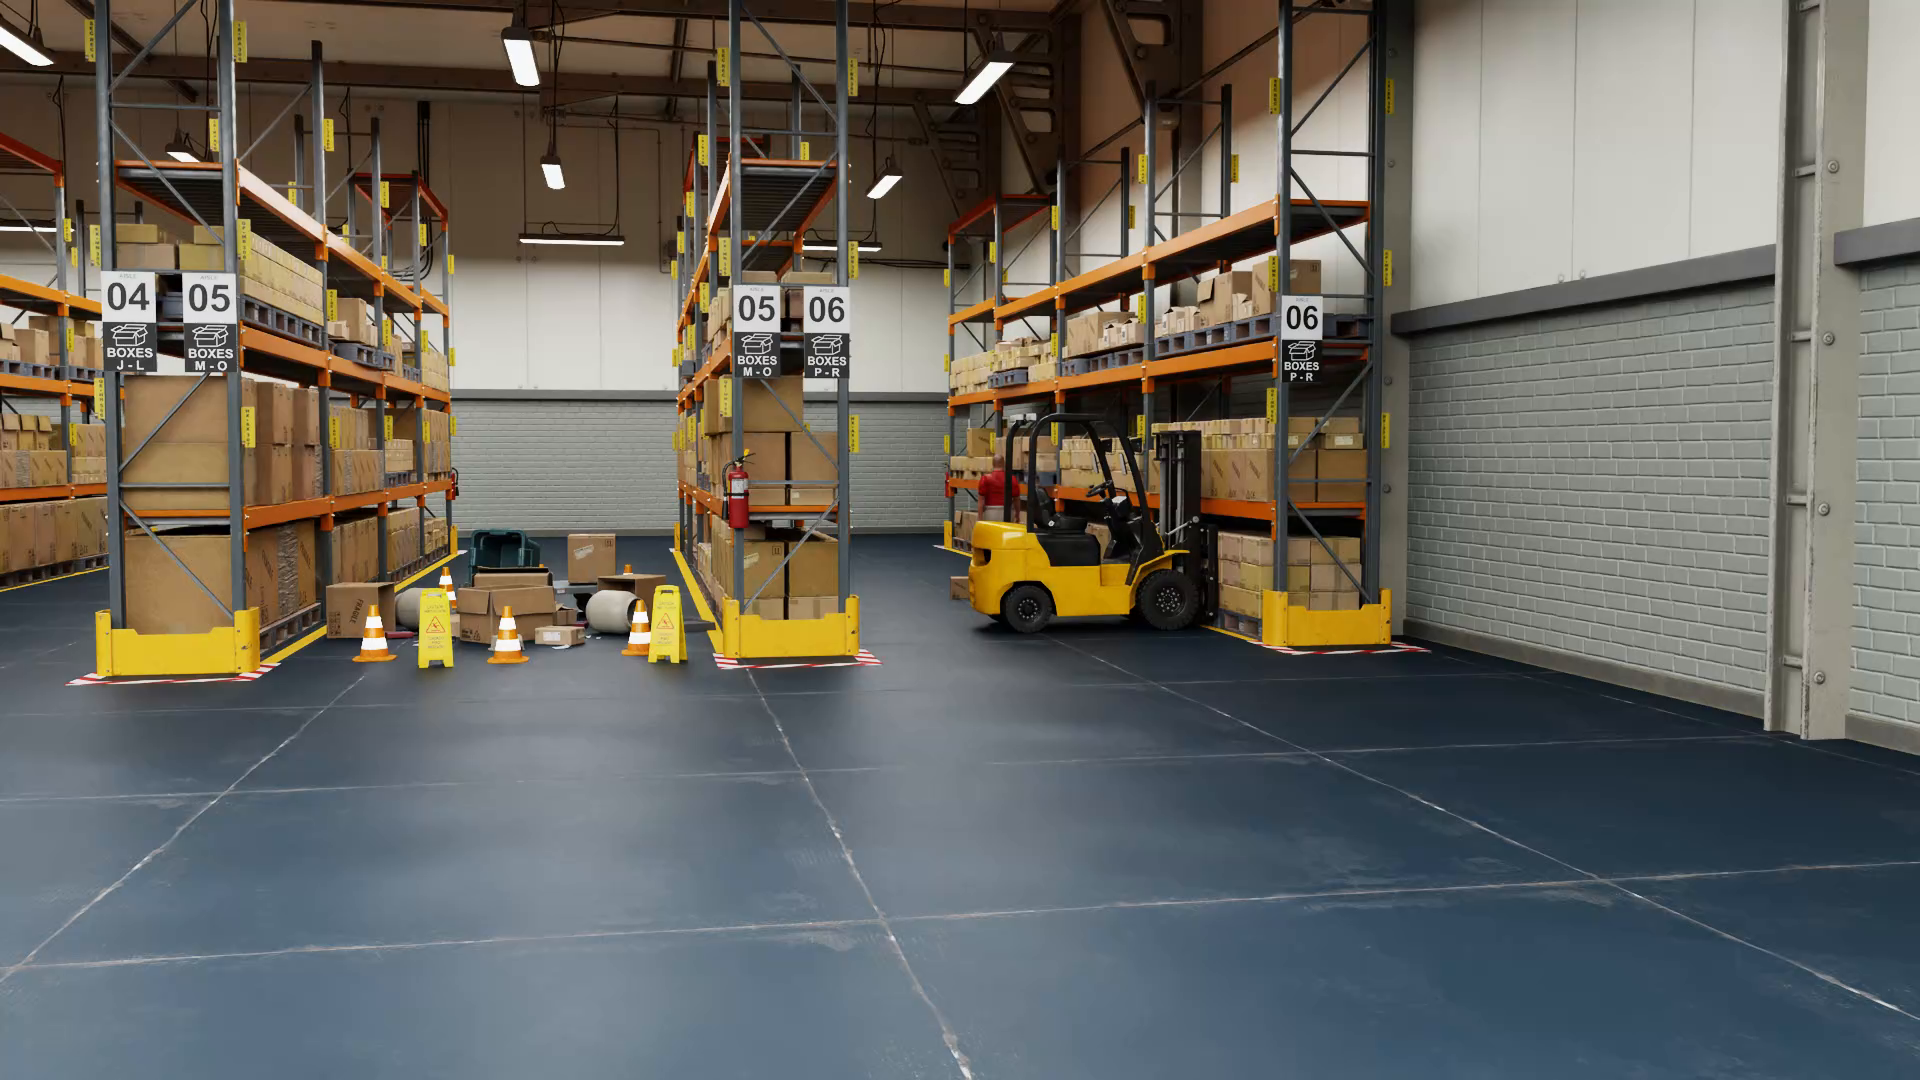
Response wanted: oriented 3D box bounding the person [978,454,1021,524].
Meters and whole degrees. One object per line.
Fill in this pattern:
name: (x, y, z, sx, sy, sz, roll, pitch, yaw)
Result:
person: (0.517, -0.257, 21.872, 0.571, 1.744, 0.432, 0, 3, 5)
